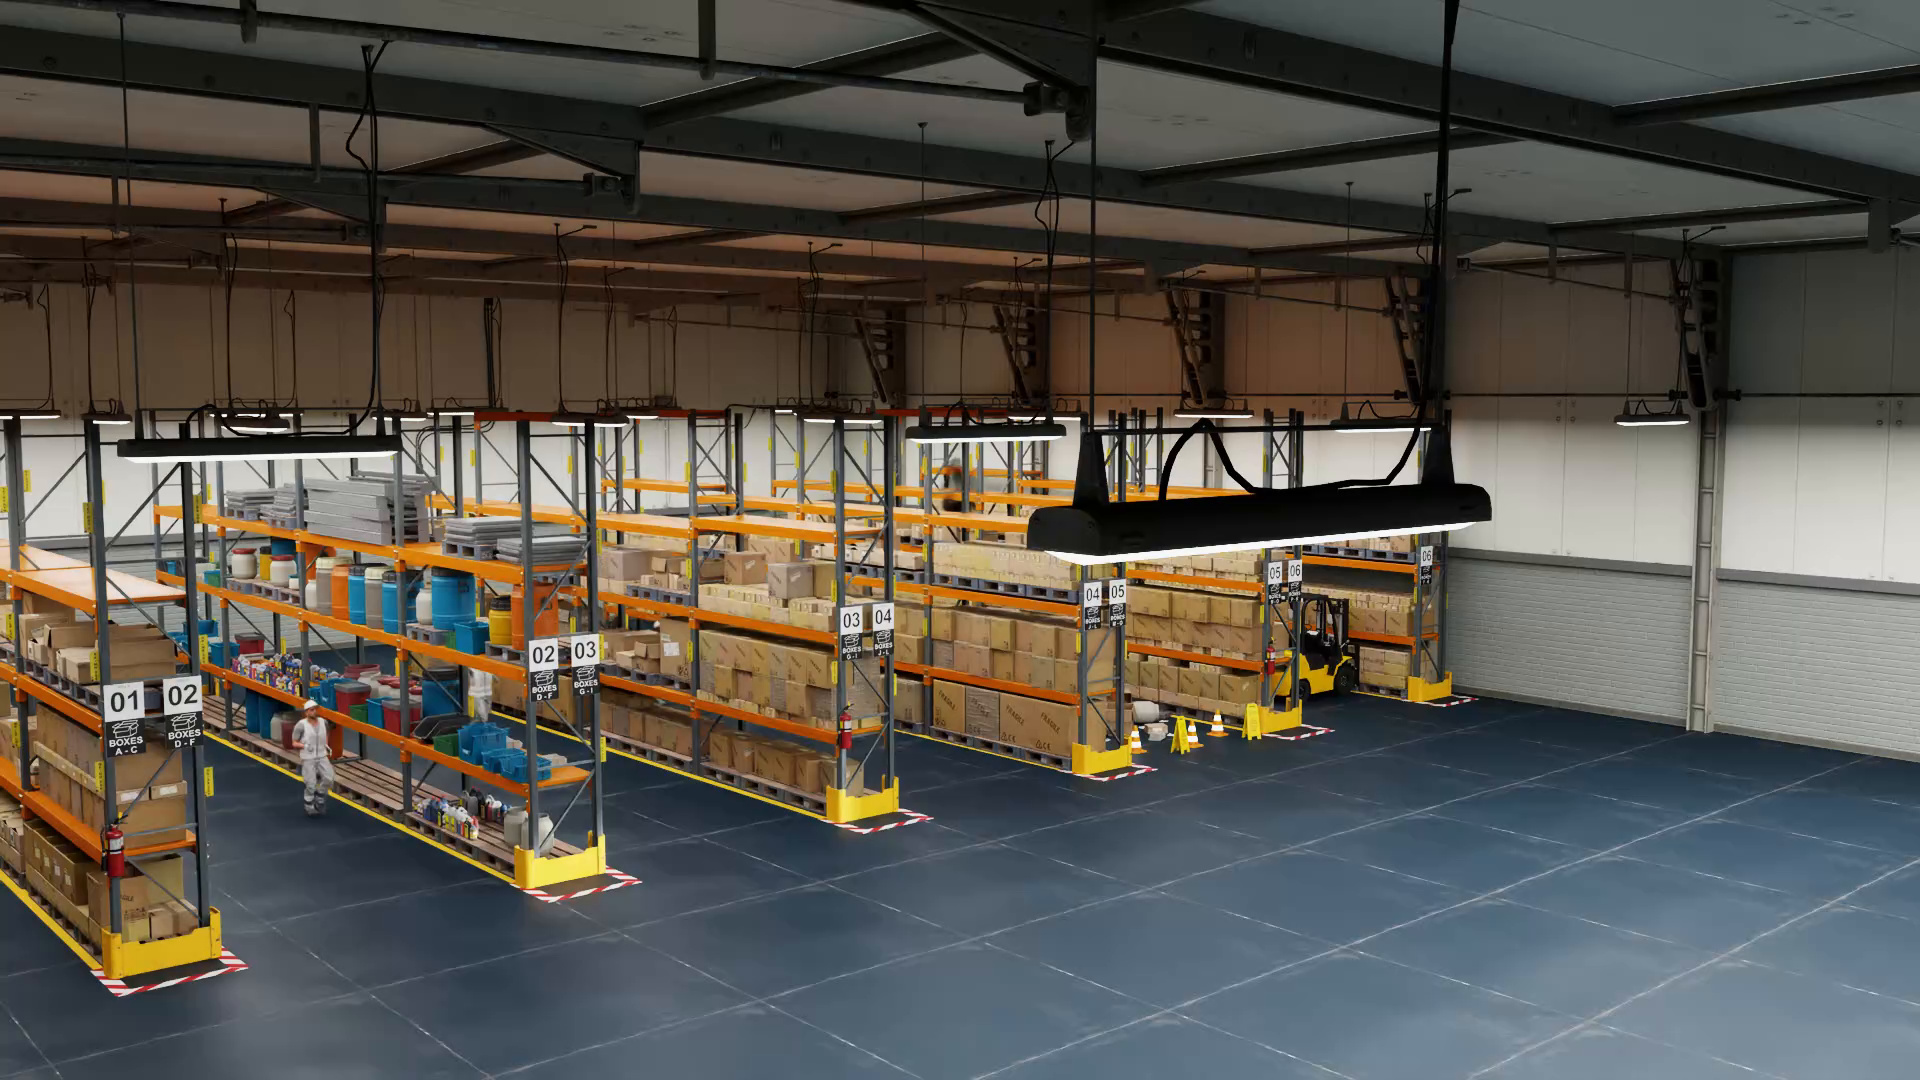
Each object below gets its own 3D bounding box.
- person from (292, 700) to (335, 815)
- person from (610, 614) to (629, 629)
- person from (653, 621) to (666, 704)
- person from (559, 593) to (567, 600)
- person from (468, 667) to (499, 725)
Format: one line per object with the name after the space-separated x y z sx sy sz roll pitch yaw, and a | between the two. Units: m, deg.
-9.608 3.266 24.820 0.628 1.753 0.632 -5 7 -43 | person
-8.489 1.862 41.500 0.745 1.652 0.724 0 5 5 | person
-6.077 2.497 33.808 0.661 1.721 0.569 -5 7 -43 | person
-9.557 2.048 39.962 0.634 1.614 0.647 2 6 26 | person
-8.606 2.794 29.857 0.979 1.764 0.686 4 7 41 | person
